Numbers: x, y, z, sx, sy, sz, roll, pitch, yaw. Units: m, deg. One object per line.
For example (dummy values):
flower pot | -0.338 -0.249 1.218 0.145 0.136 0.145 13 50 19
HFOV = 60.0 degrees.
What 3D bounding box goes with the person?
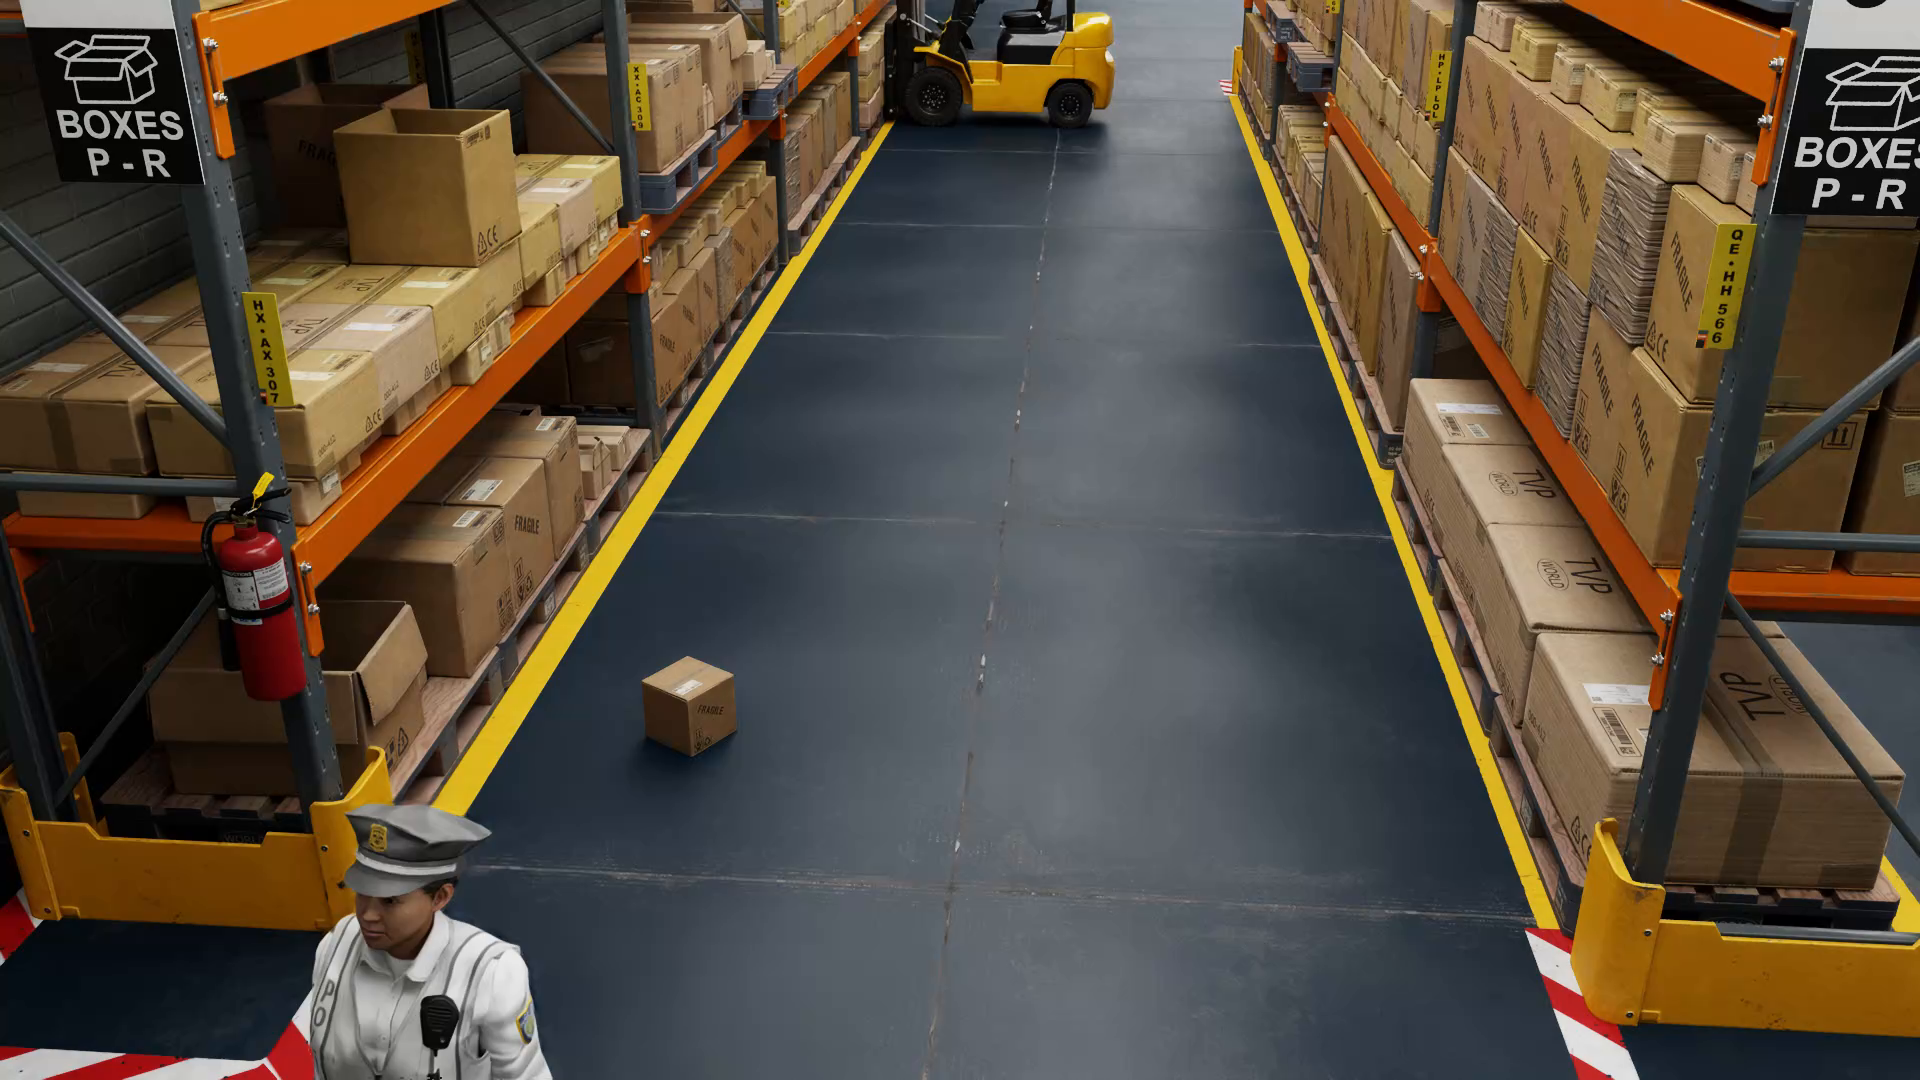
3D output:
person | -1.046 1.227 3.373 0.500 1.663 0.770 6 25 13
